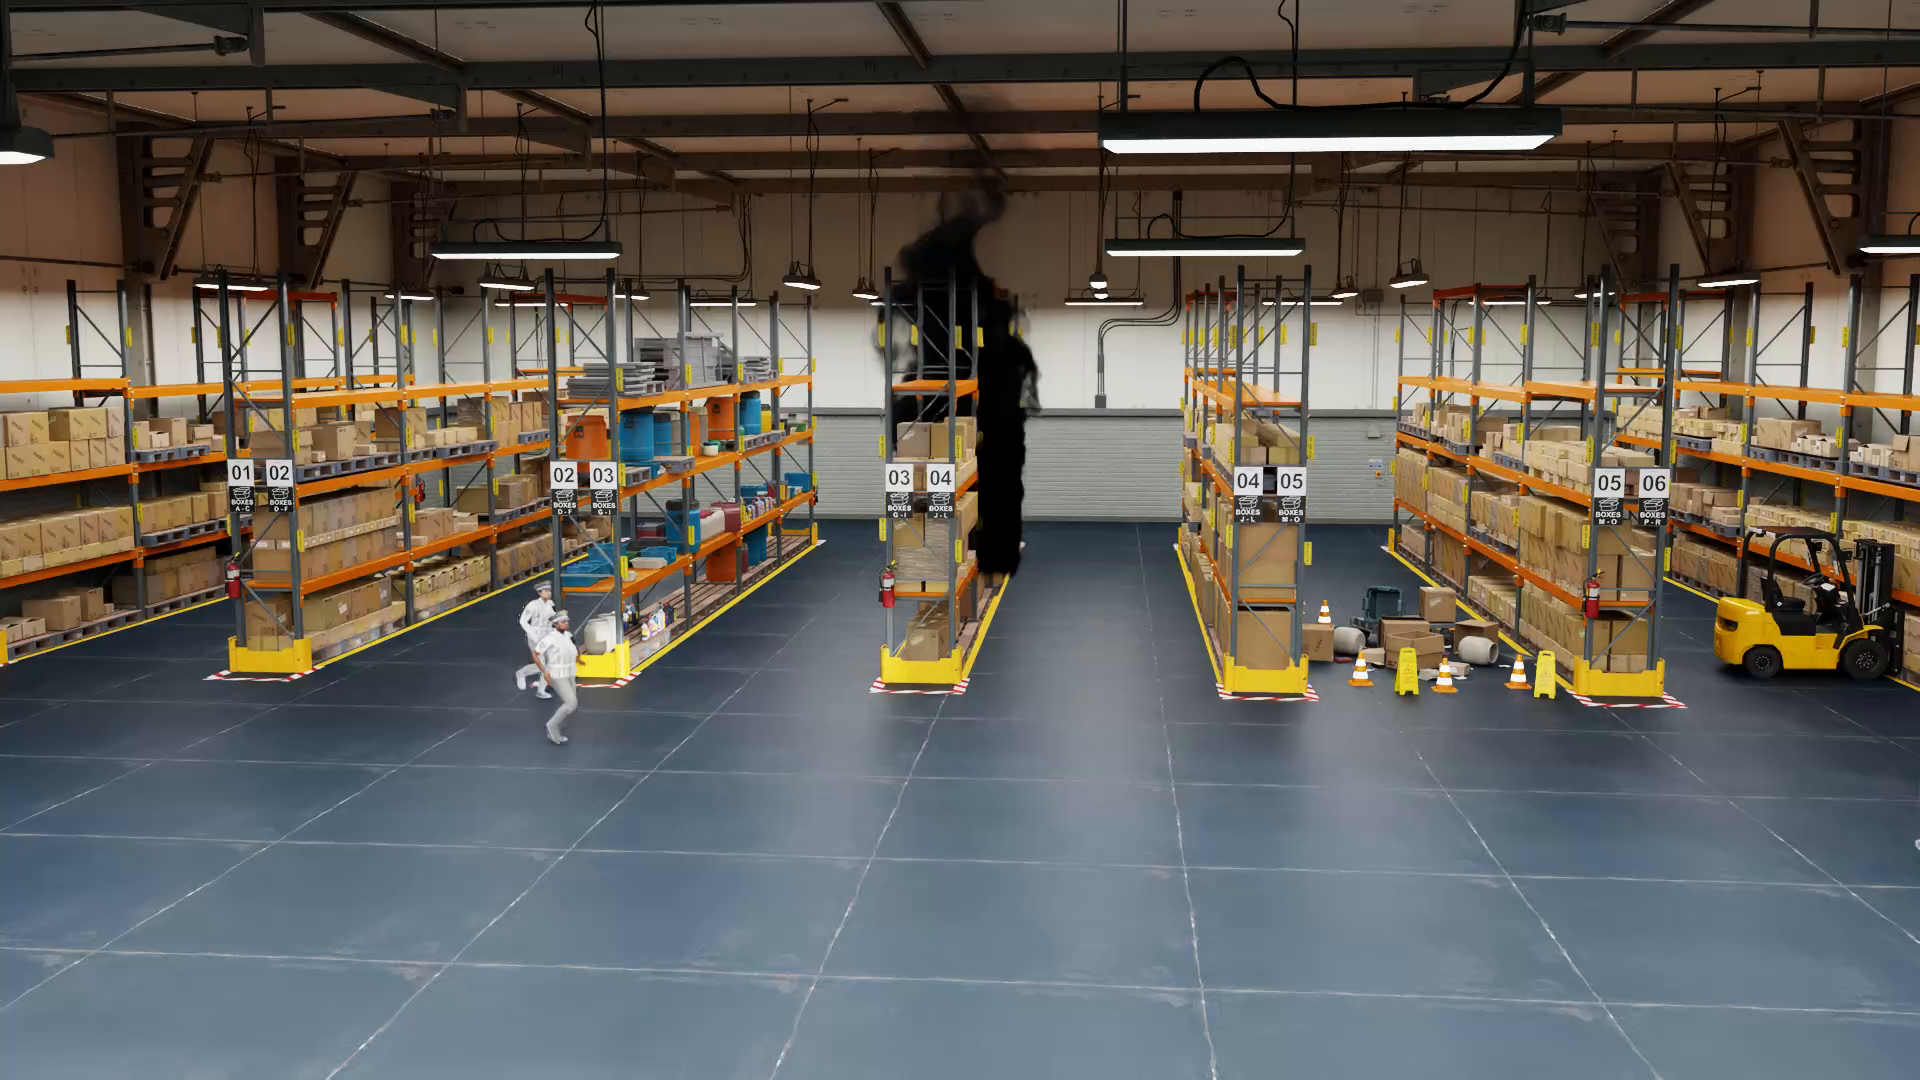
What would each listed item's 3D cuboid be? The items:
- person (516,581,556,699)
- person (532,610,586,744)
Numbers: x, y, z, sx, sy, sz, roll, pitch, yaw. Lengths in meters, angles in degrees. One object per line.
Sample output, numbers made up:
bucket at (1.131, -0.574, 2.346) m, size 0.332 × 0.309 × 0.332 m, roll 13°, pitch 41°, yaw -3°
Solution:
person at (-5.890, 1.369, 23.270) m, size 0.558 × 1.642 × 0.632 m, roll 4°, pitch 8°, yaw 29°
person at (-4.865, 1.684, 20.464) m, size 0.621 × 1.658 × 0.562 m, roll 3°, pitch 8°, yaw 25°
